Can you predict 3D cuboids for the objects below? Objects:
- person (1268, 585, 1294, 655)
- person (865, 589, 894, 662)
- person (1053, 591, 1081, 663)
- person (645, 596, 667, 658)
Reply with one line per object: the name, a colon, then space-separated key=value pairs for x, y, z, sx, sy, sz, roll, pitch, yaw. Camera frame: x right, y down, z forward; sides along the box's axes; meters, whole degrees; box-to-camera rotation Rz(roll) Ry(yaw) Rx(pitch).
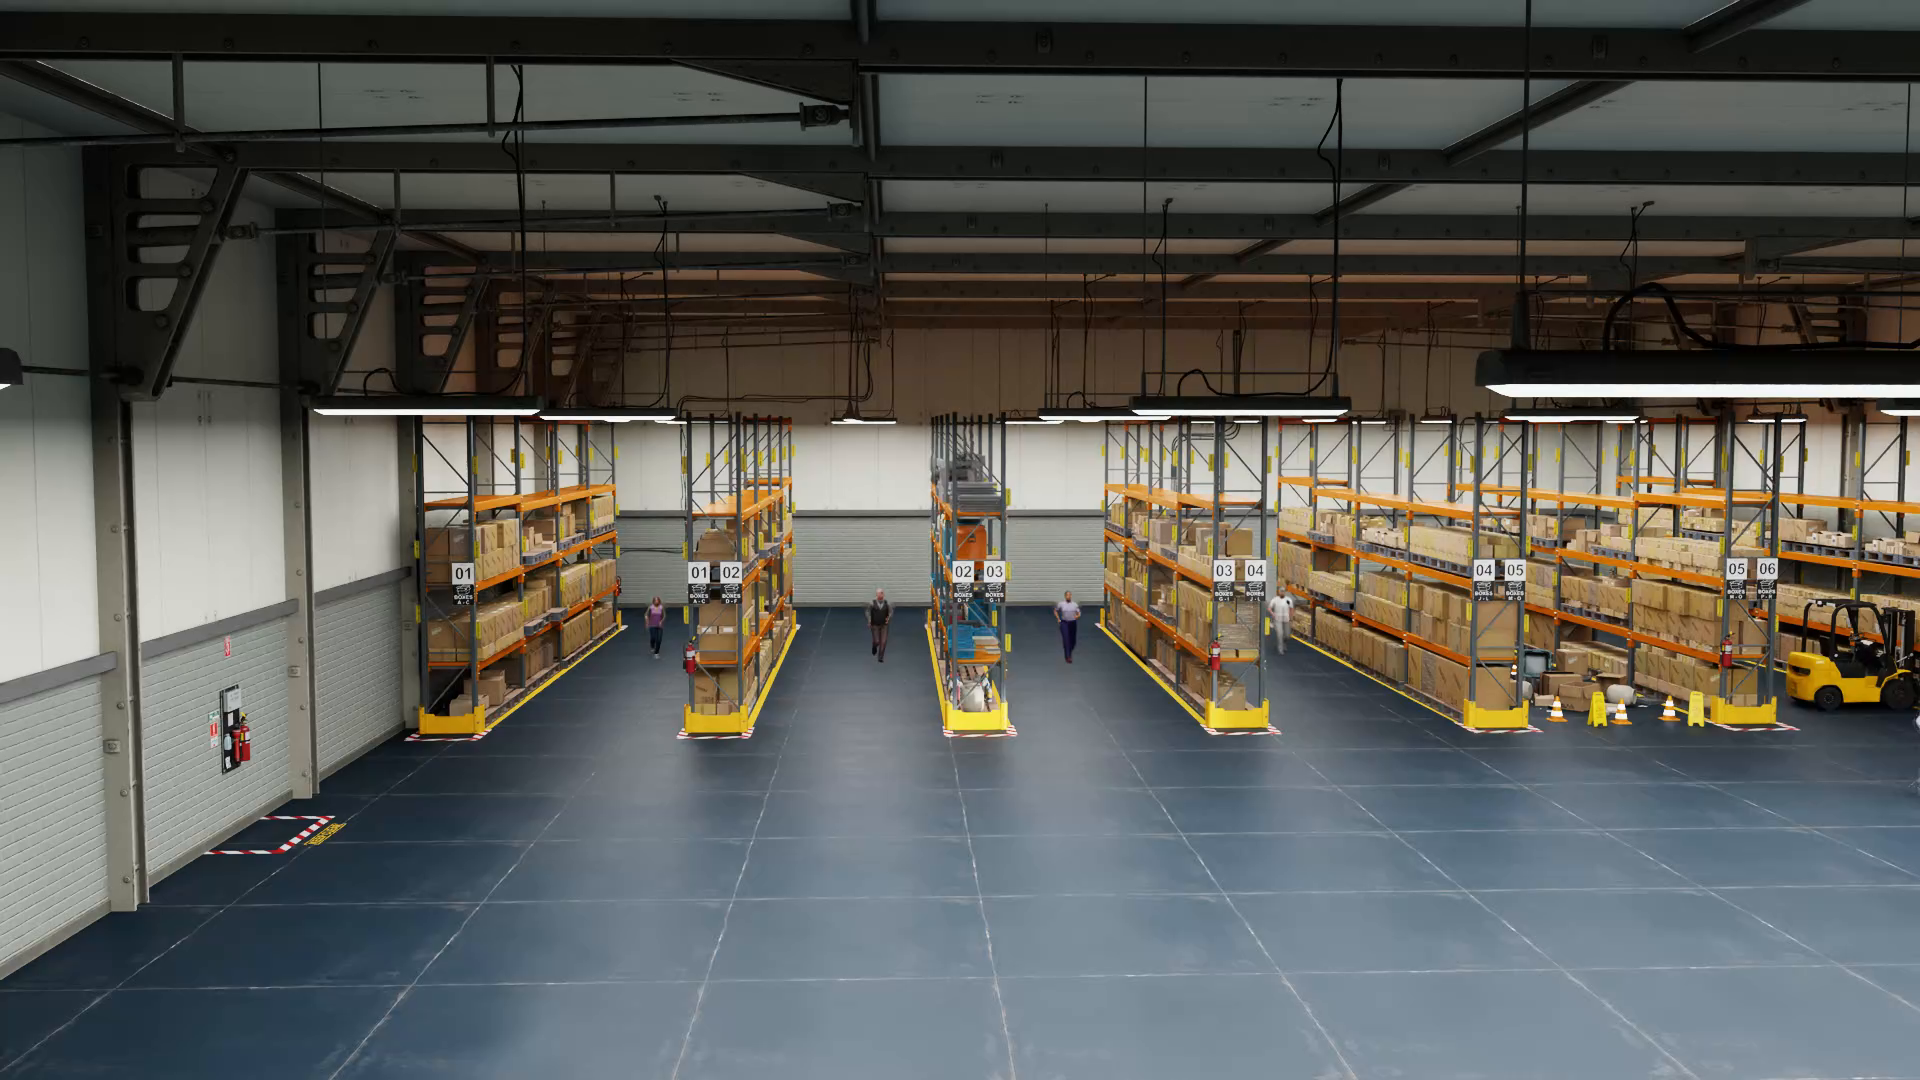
person: x=8.094 y=2.005 z=41.869 sx=0.664 sy=1.733 sz=0.610 roll=0 pitch=4 yaw=-1
person: x=-1.844 y=1.983 z=38.384 sx=0.658 sy=1.681 sz=0.583 roll=-1 pitch=4 yaw=-10
person: x=2.506 y=2.010 z=38.530 sx=0.621 sy=1.655 sz=0.786 roll=-1 pitch=4 yaw=-11
person: x=-7.494 y=2.153 z=40.997 sx=0.515 sy=1.551 sz=0.627 roll=-1 pitch=4 yaw=-16
